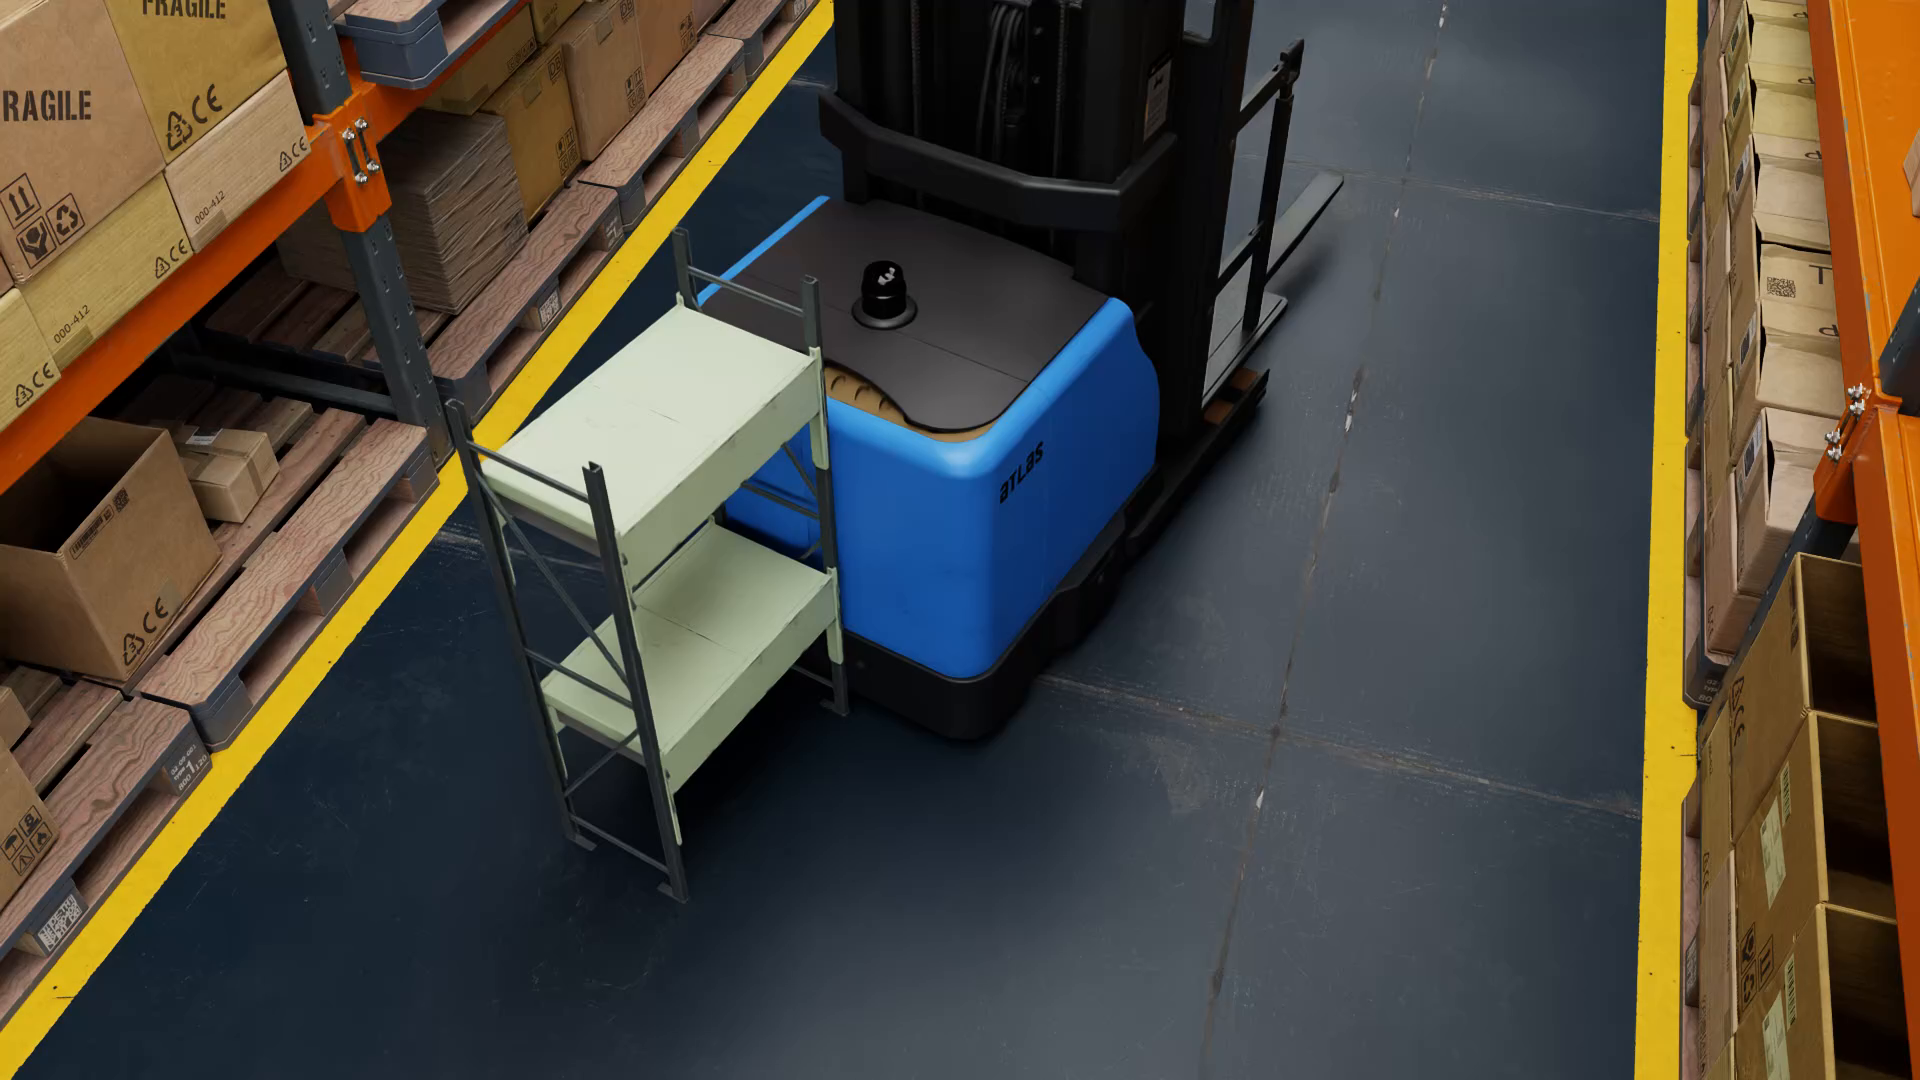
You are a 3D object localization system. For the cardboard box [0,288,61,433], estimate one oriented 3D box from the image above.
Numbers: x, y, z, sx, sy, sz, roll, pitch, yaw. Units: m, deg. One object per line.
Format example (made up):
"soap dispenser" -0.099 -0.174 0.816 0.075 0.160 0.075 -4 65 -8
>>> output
"cardboard box" -2.332 -0.339 3.545 0.500 0.250 0.500 12 46 12

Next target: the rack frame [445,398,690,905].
"rack frame" -0.875 0.325 3.845 0.400 1.500 0.023 23 49 22

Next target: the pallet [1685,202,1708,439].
"pallet" 3.095 -0.706 5.821 1.003 0.211 1.213 13 46 13

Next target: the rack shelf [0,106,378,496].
"rack shelf" -2.787 0.156 3.461 1.077 0.370 4.000 13 46 13

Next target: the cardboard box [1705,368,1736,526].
"cardboard box" 2.545 -0.230 5.006 0.500 0.250 0.500 12 46 12

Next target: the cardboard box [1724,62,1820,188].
"cardboard box" 3.006 -1.443 5.845 0.500 0.311 0.500 11 46 11

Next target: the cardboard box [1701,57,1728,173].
"cardboard box" 3.163 -1.599 6.405 0.500 0.250 0.500 11 46 11

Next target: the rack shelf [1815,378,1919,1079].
"rack shelf" 1.935 1.202 2.391 1.077 0.370 4.000 13 46 13

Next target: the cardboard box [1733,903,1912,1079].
"cardboard box" 1.800 1.086 3.125 0.500 0.500 0.500 13 46 13

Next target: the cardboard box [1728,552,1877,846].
"cardboard box" 2.102 0.420 3.806 0.500 0.500 0.500 13 46 13

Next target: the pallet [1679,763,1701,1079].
"pallet" 2.260 1.130 3.944 1.003 0.211 1.213 13 46 13

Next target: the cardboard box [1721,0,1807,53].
"cardboard box" 3.314 -2.135 6.552 0.500 0.311 0.500 14 46 14

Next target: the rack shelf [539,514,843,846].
"rack shelf" -0.683 0.340 4.296 0.431 0.370 0.720 23 49 22

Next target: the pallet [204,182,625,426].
"pallet" -1.947 -0.957 6.077 1.003 0.211 1.213 13 46 13

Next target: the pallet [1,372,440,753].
"pallet" -2.351 0.017 5.081 1.003 0.211 1.213 13 46 13

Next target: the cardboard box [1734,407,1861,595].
"cardboard box" 2.390 -0.086 4.458 0.500 0.311 0.500 13 46 13

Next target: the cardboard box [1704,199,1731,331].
"cardboard box" 2.855 -0.910 5.701 0.500 0.250 0.500 13 46 13

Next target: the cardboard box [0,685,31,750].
"cardboard box" -2.685 0.489 4.329 0.380 0.149 0.250 9 45 9

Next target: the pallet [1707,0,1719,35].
"pallet" 4.015 -2.547 7.702 1.003 0.211 1.213 13 46 13

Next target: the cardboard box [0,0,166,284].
"cardboard box" -2.175 -0.942 3.624 0.500 0.500 0.500 12 46 12

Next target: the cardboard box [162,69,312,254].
"cardboard box" -2.036 -1.008 4.228 0.500 0.250 0.500 13 46 13

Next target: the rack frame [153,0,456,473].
"rack frame" -2.181 -1.434 4.571 1.000 3.000 0.127 13 46 13

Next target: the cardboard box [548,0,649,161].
"cardboard box" -1.672 -1.879 6.498 0.700 0.500 0.500 13 46 13

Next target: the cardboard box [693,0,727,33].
"cardboard box" -1.405 -2.555 7.189 0.700 0.500 0.500 12 46 12

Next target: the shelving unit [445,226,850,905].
"shelving unit" -0.683 0.107 4.068 0.431 1.500 0.755 23 49 22

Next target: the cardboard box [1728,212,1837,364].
"cardboard box" 2.695 -0.766 5.153 0.500 0.311 0.500 12 46 12

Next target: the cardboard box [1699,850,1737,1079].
"cardboard box" 1.955 1.022 3.727 0.500 0.250 0.500 13 46 13

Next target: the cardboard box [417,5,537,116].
"cardboard box" -1.844 -1.755 5.835 0.500 0.250 0.500 12 46 12

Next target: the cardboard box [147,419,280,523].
"cardboard box" -2.315 -0.216 5.037 0.380 0.166 0.250 7 45 7

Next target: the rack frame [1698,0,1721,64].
"rack frame" 3.752 -3.054 6.226 1.000 3.000 0.127 13 46 13

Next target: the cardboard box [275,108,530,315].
"cardboard box" -1.974 -1.192 5.797 0.700 0.500 0.500 14 46 14

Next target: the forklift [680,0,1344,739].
"forklift" 0.392 -1.512 4.699 1.130 2.935 3.031 23 49 22
